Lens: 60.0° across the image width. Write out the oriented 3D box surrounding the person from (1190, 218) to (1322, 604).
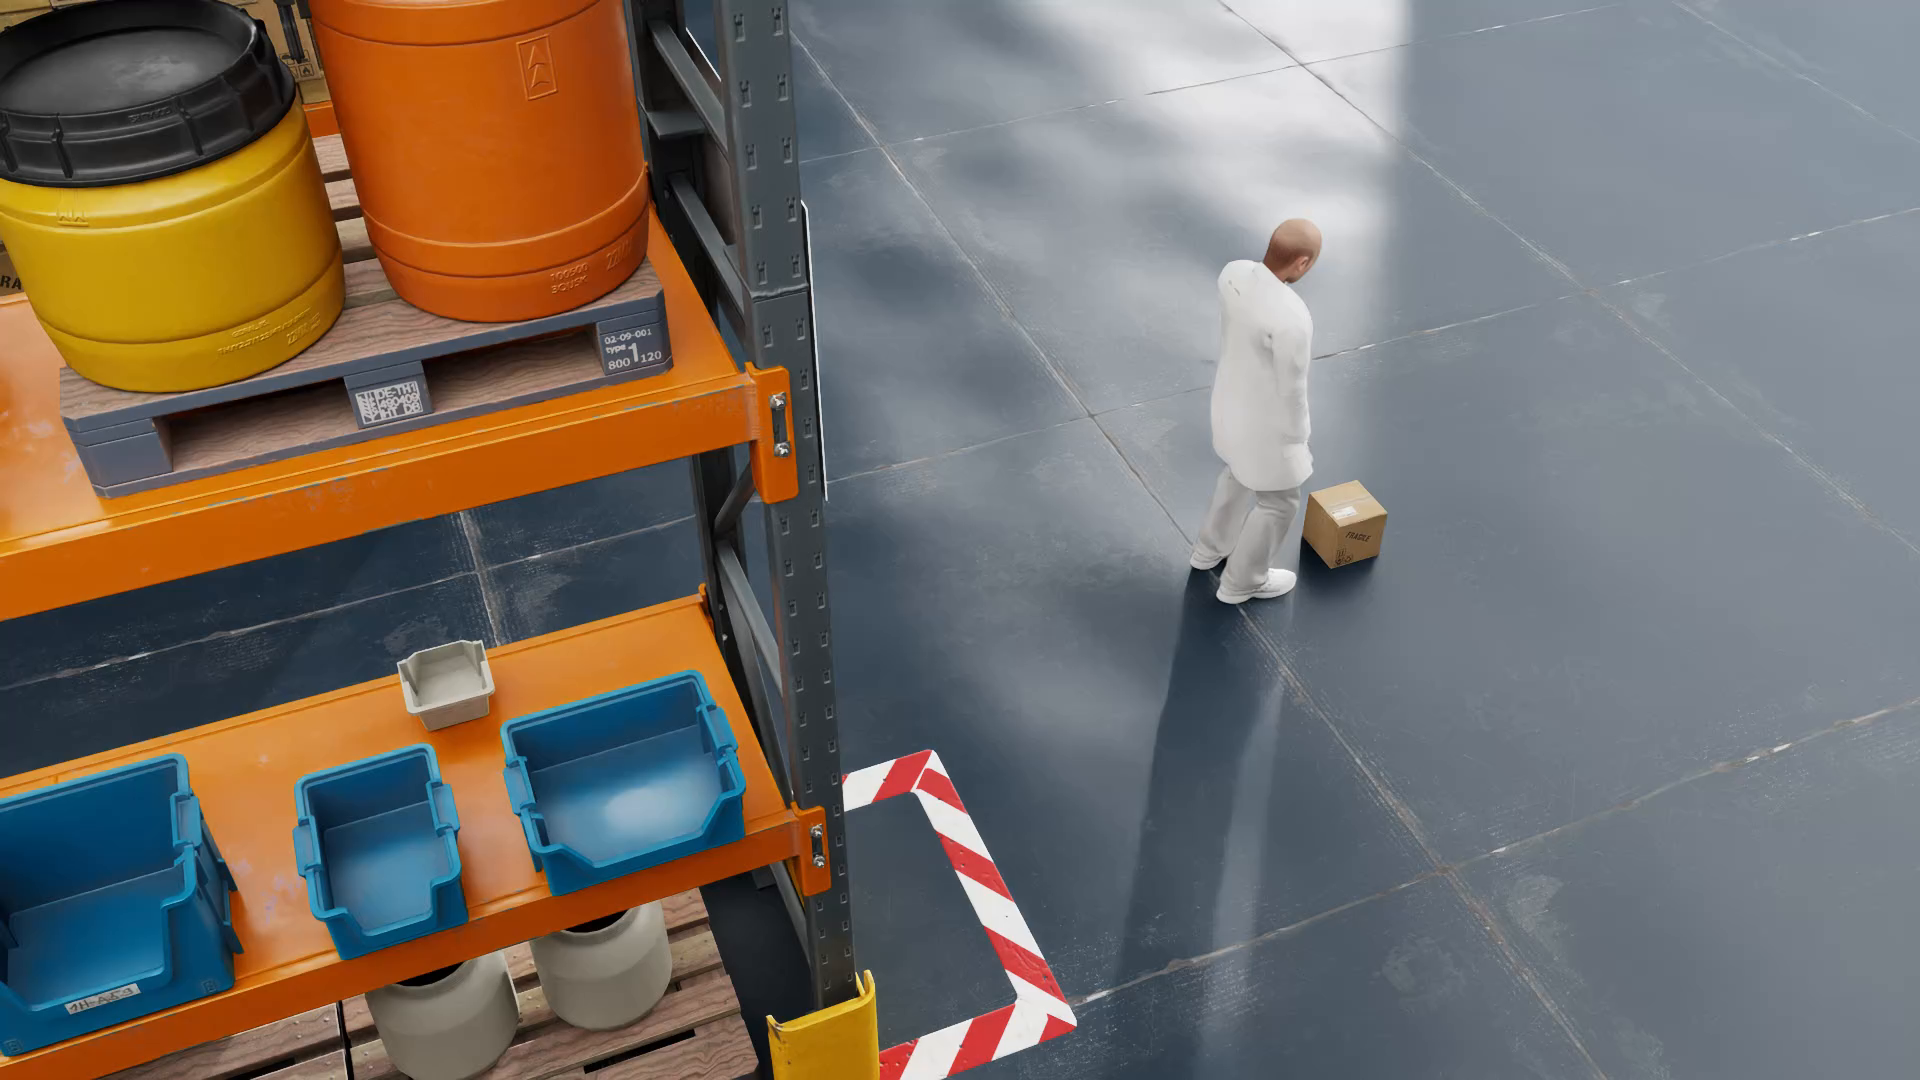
[{"bbox_3d":[1.228,-0.525,6.799,0.395,1.753,0.579,-14,43,-16],"label":"person"}]
